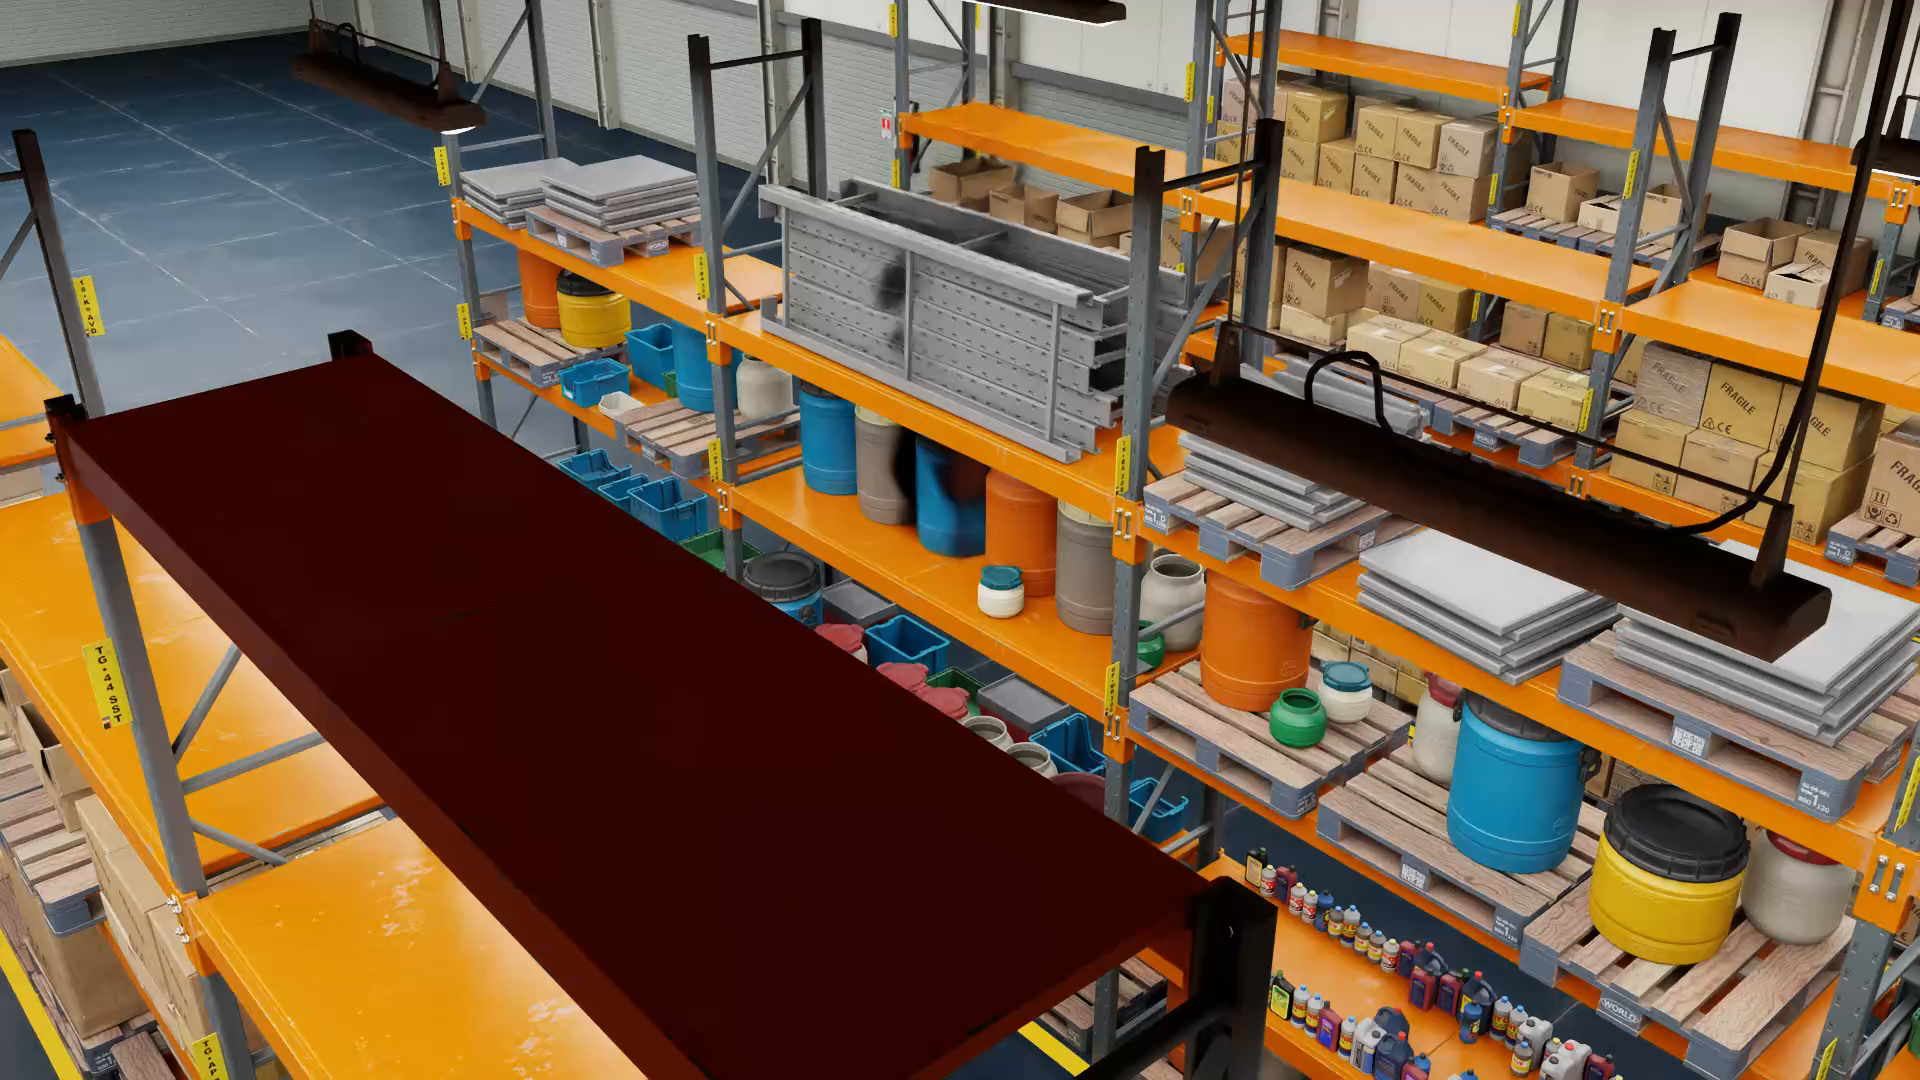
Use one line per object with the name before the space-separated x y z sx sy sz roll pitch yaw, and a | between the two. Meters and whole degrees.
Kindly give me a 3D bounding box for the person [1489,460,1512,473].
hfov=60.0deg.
person | 5.060 -0.050 15.840 0.586 1.677 0.659 19 32 32
